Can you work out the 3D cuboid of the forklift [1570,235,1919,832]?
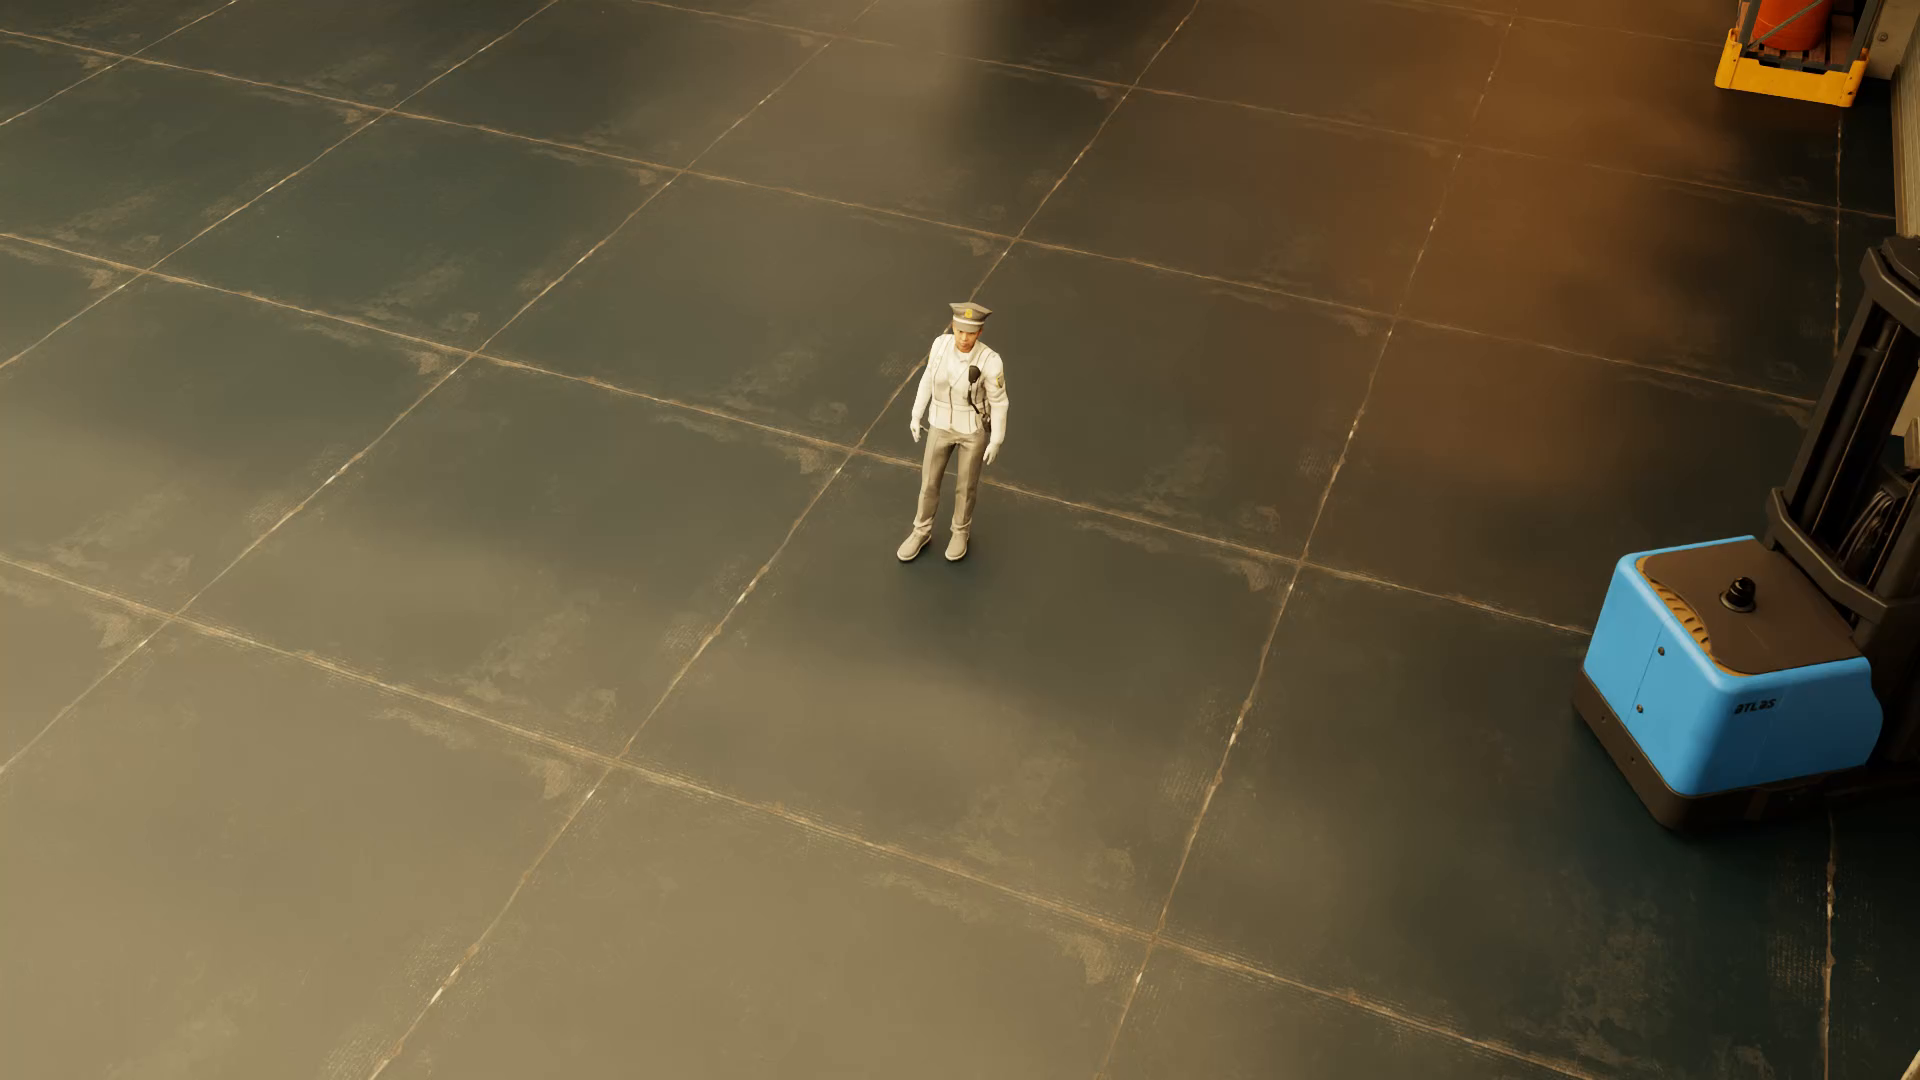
[{"bbox_3d":[4.927,-0.128,8.159,3.031,2.935,1.130,-8,41,-10],"label":"forklift"}]

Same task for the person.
[{"bbox_3d":[-0.033,-0.616,9.695,0.586,1.694,0.530,15,42,17],"label":"person"}]
